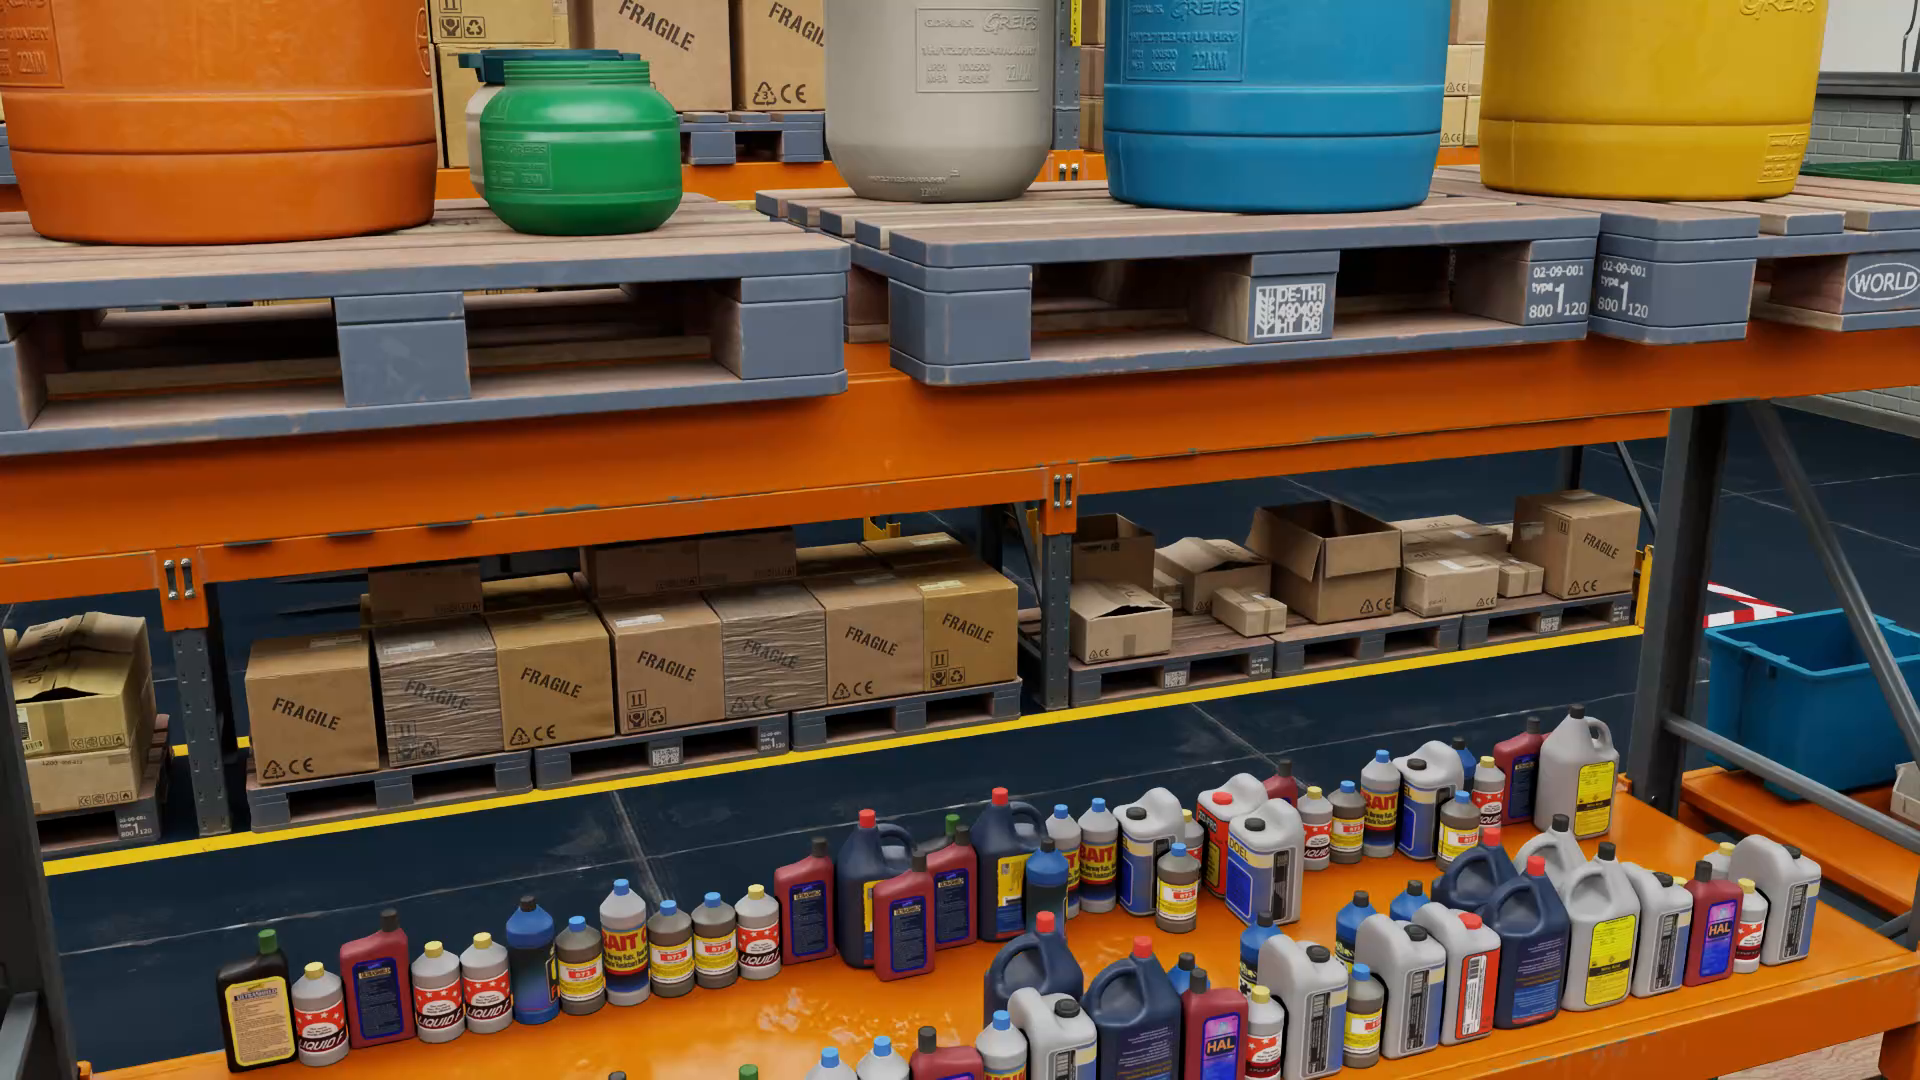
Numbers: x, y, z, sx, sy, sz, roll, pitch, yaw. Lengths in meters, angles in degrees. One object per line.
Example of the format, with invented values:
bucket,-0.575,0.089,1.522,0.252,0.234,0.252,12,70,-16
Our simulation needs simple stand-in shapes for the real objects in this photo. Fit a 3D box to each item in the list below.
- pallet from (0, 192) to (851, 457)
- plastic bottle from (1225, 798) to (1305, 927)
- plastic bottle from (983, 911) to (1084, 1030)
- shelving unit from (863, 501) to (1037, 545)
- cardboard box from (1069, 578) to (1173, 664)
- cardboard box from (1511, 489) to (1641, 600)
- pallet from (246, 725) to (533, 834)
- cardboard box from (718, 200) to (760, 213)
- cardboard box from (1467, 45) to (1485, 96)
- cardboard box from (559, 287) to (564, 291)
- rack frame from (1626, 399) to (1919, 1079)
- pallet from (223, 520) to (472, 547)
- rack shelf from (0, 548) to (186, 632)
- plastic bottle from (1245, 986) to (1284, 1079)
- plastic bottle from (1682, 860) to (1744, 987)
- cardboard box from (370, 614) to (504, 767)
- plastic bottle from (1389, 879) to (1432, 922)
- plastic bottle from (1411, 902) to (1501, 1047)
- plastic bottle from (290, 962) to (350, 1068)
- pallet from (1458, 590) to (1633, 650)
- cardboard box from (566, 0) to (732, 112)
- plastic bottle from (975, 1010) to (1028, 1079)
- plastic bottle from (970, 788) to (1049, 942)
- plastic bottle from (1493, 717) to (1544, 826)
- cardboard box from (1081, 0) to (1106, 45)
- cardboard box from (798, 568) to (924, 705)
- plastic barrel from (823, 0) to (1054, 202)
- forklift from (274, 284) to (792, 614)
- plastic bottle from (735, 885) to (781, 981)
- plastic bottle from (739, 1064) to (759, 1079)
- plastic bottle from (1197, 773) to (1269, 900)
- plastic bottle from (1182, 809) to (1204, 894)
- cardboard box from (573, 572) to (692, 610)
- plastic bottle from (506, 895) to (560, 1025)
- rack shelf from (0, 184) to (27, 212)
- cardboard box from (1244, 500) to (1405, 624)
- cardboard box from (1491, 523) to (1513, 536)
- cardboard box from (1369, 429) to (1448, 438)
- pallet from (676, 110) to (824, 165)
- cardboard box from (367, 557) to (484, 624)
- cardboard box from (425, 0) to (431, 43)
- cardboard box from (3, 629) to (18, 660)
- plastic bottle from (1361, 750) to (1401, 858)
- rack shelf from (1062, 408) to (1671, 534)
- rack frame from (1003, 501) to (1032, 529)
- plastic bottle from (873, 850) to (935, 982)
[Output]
pallet,-0.891,-0.380,2.582,1.213,0.211,1.003,-6,17,-20
plastic bottle,0.716,0.756,3.922,0.135,0.276,0.152,-6,17,-20
plastic bottle,0.145,0.903,3.286,0.185,0.351,0.144,-6,17,-20
shelving unit,-0.071,-0.712,11.361,1.083,1.500,0.587,-6,17,-20
cardboard box,0.796,0.406,8.883,0.500,0.311,0.500,-6,17,-20
cardboard box,3.642,0.017,9.872,0.500,0.500,0.500,-6,17,-20
pallet,-2.698,0.989,7.857,1.213,0.211,1.003,-6,17,-20
cardboard box,-1.794,-2.436,12.498,0.500,0.250,0.500,-6,17,-19
cardboard box,2.738,-2.479,8.772,0.500,0.250,0.500,-6,17,-20
cardboard box,-2.736,-1.975,12.260,0.500,0.500,0.500,-6,17,-20
rack frame,2.095,0.616,4.176,0.127,3.000,1.000,-6,17,-20
pallet,-2.801,-0.279,7.565,1.003,0.211,1.213,-6,17,-20
rack shelf,-5.276,0.263,6.657,4.000,0.370,1.077,-6,17,-20
plastic bottle,0.590,0.980,3.290,0.097,0.201,0.097,0,16,0
plastic bottle,1.643,0.832,3.647,0.133,0.283,0.061,-6,17,-20
cardboard box,-2.395,0.679,7.617,0.500,0.500,0.500,-7,18,-22
plastic bottle,0.969,0.859,3.576,0.097,0.271,0.097,0,16,0
plastic bottle,1.031,0.888,3.470,0.135,0.276,0.152,-6,17,-20
plastic bottle,-1.301,0.955,3.375,0.097,0.201,0.097,0,16,0
pallet,3.246,0.336,10.081,1.213,0.211,1.003,-6,17,-20
cardboard box,-1.415,-2.257,7.538,0.600,0.600,0.600,-7,18,-22
plastic bottle,0.076,1.002,3.092,0.097,0.271,0.097,0,16,0
plastic bottle,0.113,0.738,3.850,0.185,0.351,0.144,-6,17,-20
plastic bottle,1.476,0.610,4.403,0.133,0.283,0.061,-6,17,-20
cardboard box,0.767,-2.713,8.239,0.500,0.500,0.700,-6,17,-20
cardboard box,-0.497,0.474,8.317,0.500,0.500,0.500,-6,17,-20
plastic barrel,-0.038,-0.905,3.046,0.433,0.535,0.433,0,16,0
forklift,-2.597,-1.032,9.912,3.031,2.935,1.130,-7,18,-22
plastic bottle,-0.449,0.863,3.688,0.097,0.201,0.097,0,16,0
plastic bottle,-0.331,1.046,2.921,0.133,0.283,0.061,-6,17,-20
plastic bottle,0.662,0.716,4.058,0.135,0.276,0.152,-6,17,-20
plastic bottle,0.544,0.756,4.053,0.097,0.201,0.097,0,16,0
cardboard box,-1.648,0.441,8.427,0.500,0.500,0.500,-7,18,-22
plastic bottle,-0.903,0.879,3.511,0.097,0.271,0.097,0,16,0
rack shelf,-5.276,-1.177,6.234,4.000,0.370,1.077,-6,17,-20
cardboard box,2.079,0.109,9.555,0.637,0.503,0.797,-6,17,-20
cardboard box,3.547,0.018,10.493,0.250,0.149,0.380,-6,17,-20
cardboard box,2.319,-0.869,9.056,0.500,0.500,0.500,-6,18,-21
pallet,-1.275,-1.884,7.699,1.003,0.211,1.213,-6,17,-20
cardboard box,-2.568,0.182,7.981,0.500,0.250,0.500,-5,17,-18
cardboard box,-2.523,-2.345,6.984,0.500,0.500,0.500,-6,17,-20
cardboard box,-4.490,0.595,7.387,0.500,0.311,0.500,-7,18,-21
plastic bottle,1.067,0.666,4.236,0.097,0.271,0.097,0,16,0
rack shelf,2.194,-0.544,9.403,4.000,0.370,1.077,-6,17,-20
rack frame,0.395,-0.762,11.532,0.032,1.500,0.500,-6,17,-20
plastic bottle,-0.123,0.827,3.667,0.133,0.283,0.061,-6,17,-20
